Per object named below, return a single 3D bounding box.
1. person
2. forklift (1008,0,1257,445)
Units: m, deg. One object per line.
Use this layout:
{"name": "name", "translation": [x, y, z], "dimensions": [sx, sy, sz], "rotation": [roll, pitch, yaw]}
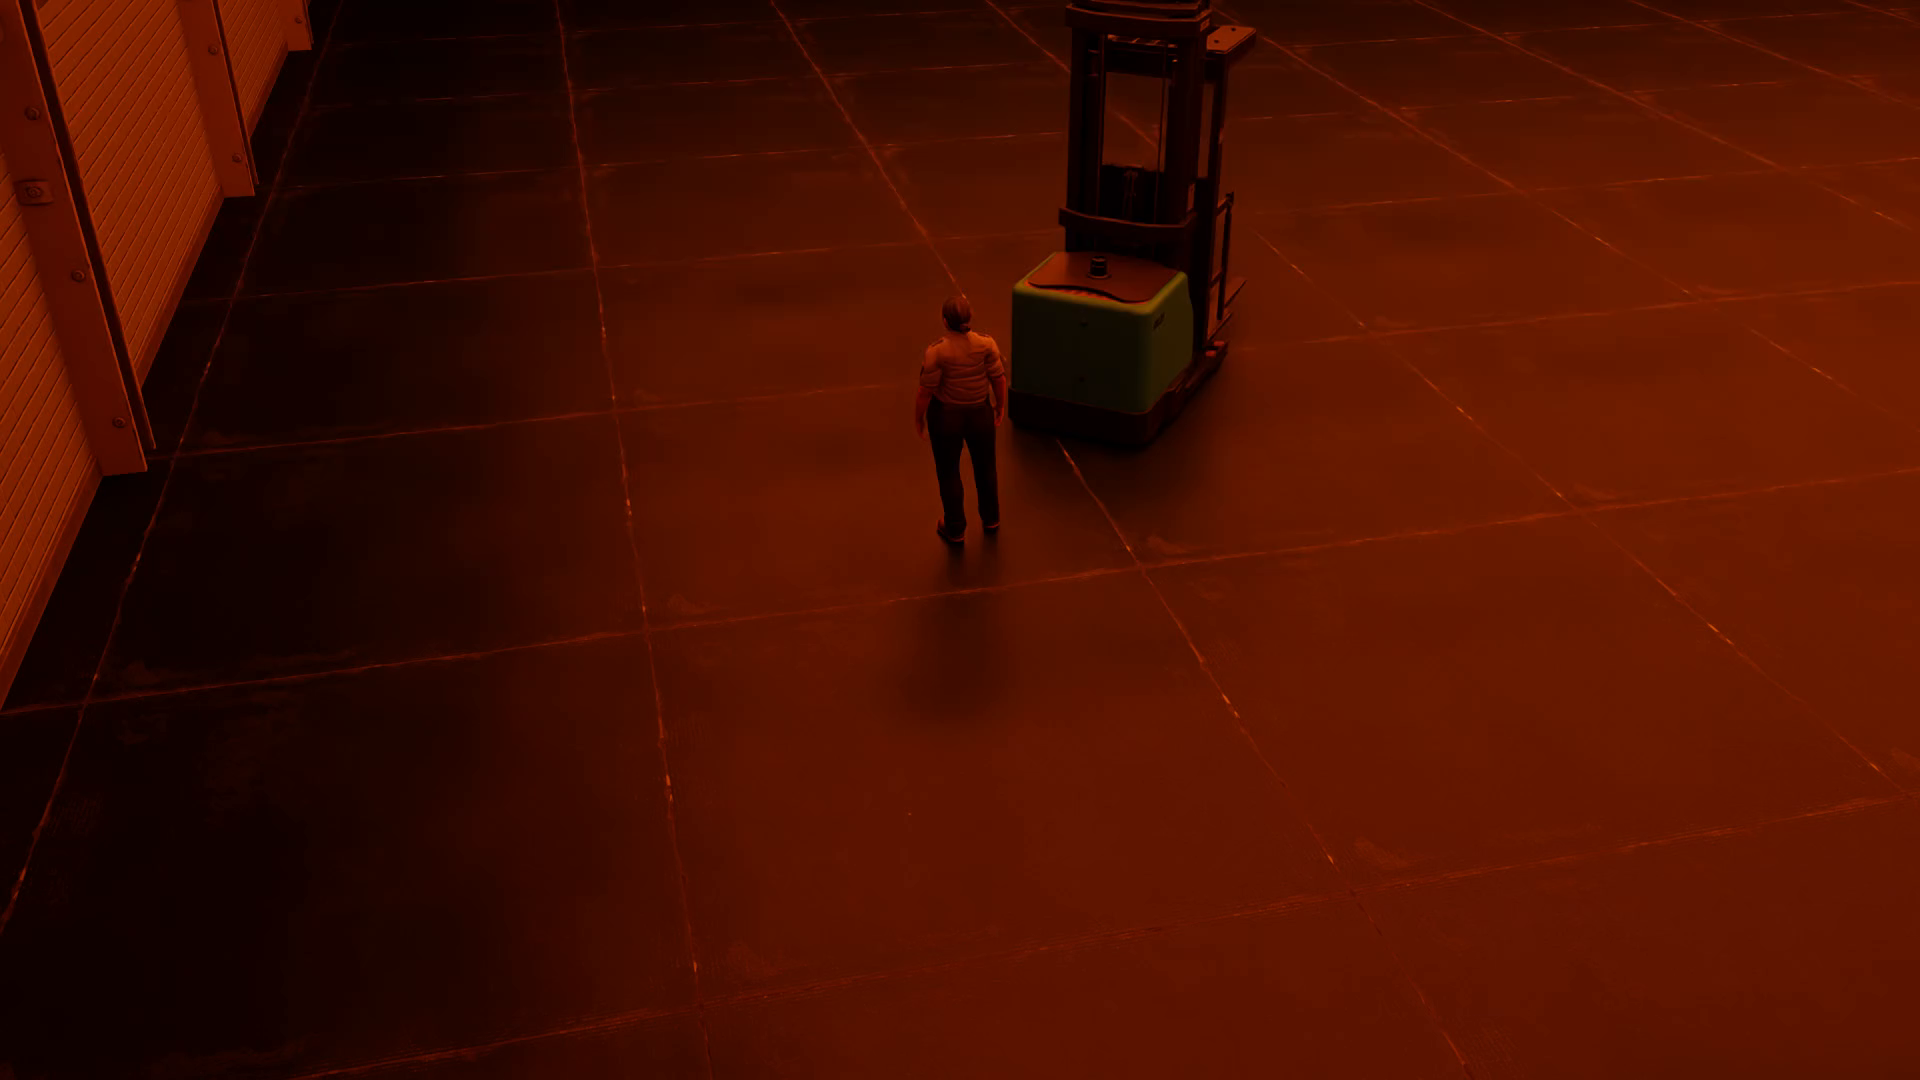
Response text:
{"name": "person", "translation": [0.001, -0.766, 10.163], "dimensions": [0.598, 1.651, 0.503], "rotation": [-7, 31, -12]}
{"name": "forklift", "translation": [1.427, -2.639, 12.132], "dimensions": [1.130, 2.935, 3.031], "rotation": [13, 33, 22]}
